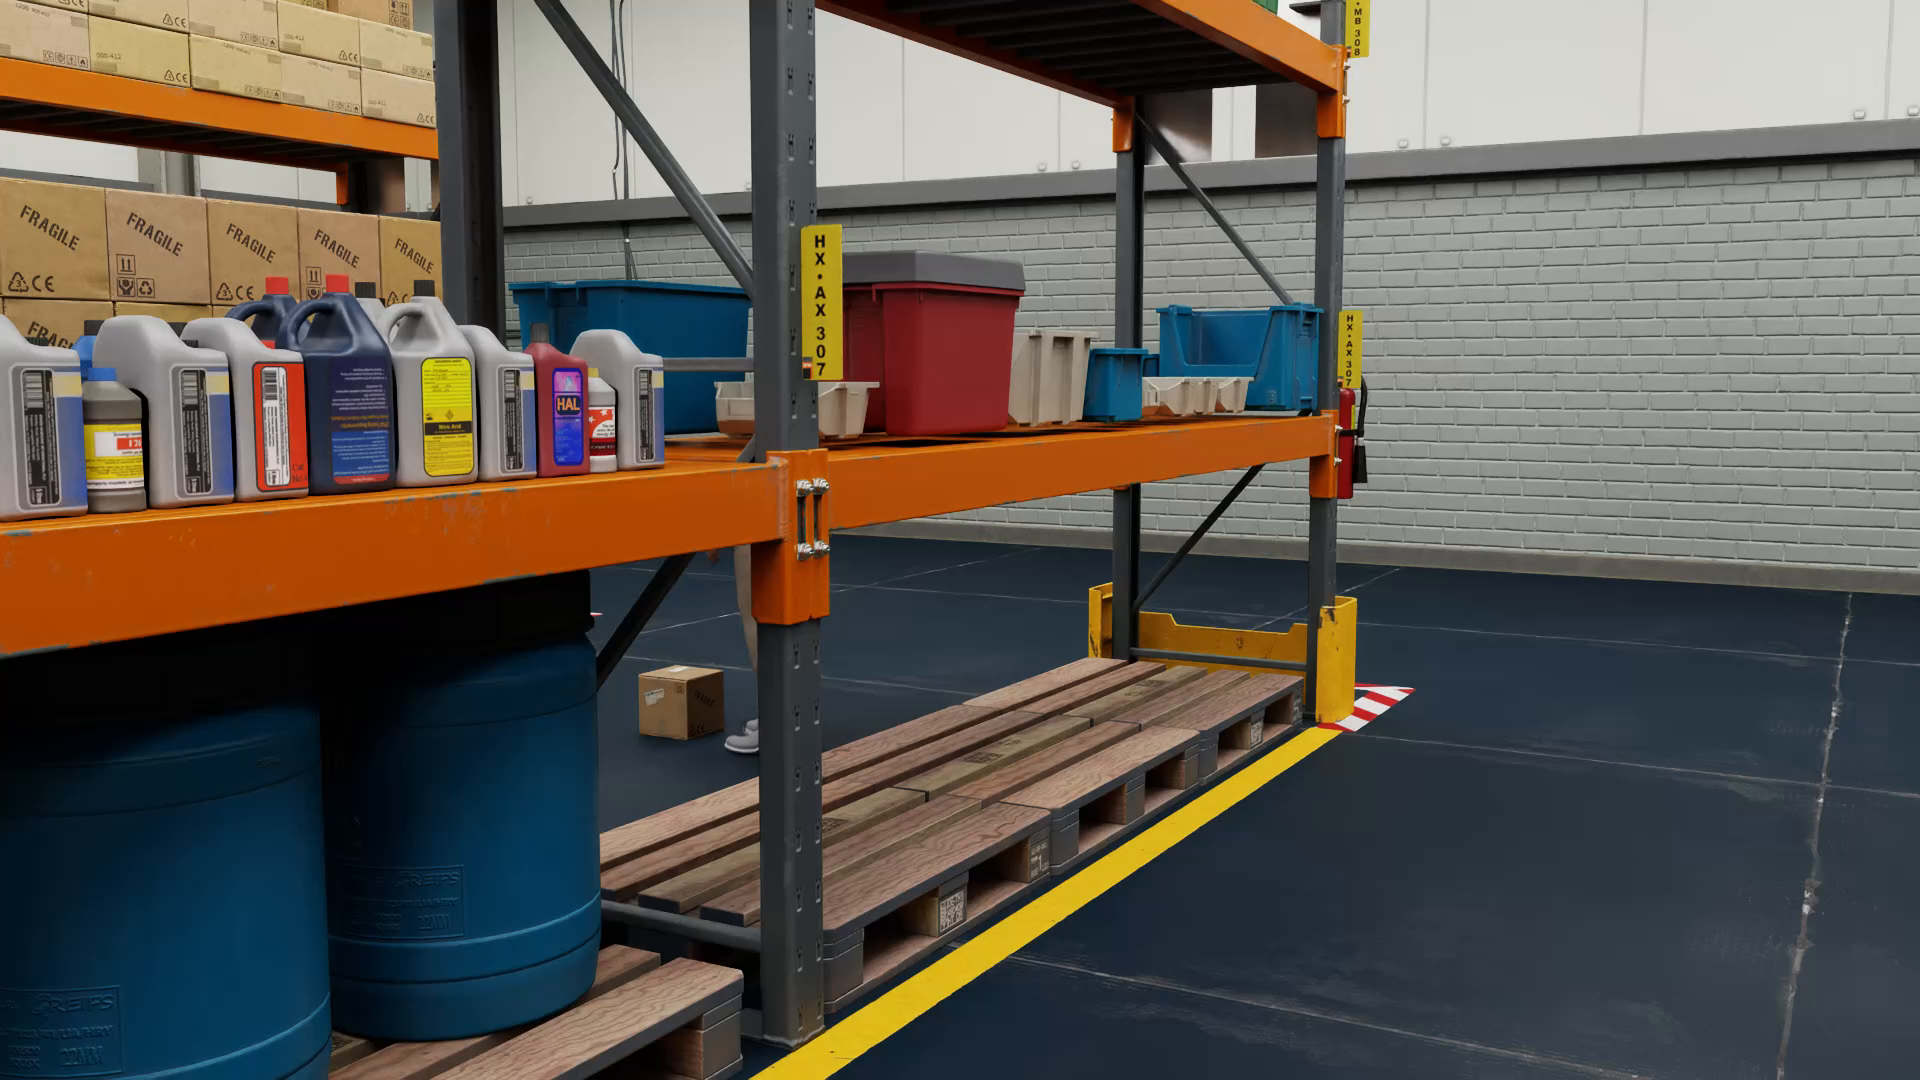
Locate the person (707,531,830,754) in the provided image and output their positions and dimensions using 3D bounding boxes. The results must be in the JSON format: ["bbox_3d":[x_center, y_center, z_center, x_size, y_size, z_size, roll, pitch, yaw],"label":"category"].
[{"bbox_3d":[-0.766,-0.038,6.606,0.434,1.740,0.558,3,7,29],"label":"person"}]
